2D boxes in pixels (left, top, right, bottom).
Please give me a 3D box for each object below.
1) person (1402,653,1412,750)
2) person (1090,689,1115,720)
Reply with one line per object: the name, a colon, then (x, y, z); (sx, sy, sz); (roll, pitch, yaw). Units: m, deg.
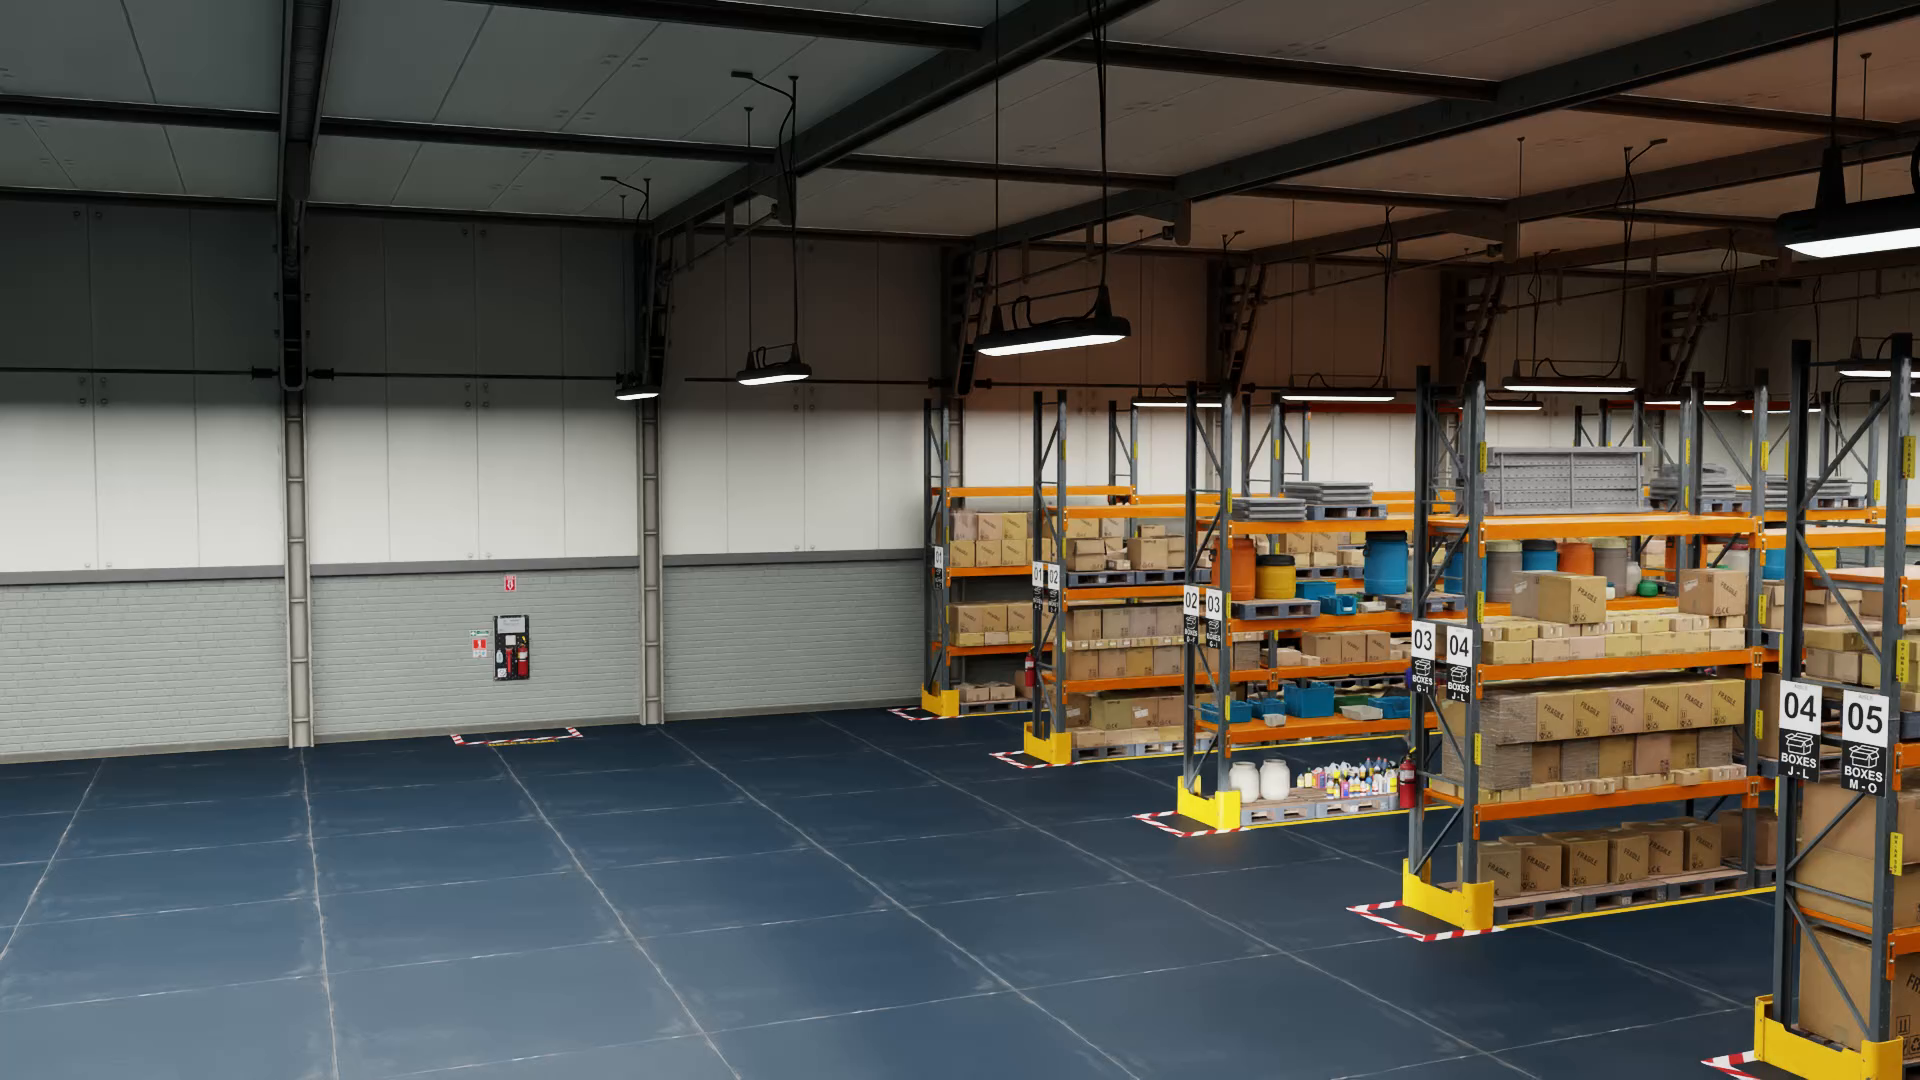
person: (7.571, 2.700, 27.855); (0.459, 1.656, 0.495); (-1, 4, -18)
person: (2.697, 2.570, 30.647); (0.405, 1.533, 1.003); (3, 4, 40)
